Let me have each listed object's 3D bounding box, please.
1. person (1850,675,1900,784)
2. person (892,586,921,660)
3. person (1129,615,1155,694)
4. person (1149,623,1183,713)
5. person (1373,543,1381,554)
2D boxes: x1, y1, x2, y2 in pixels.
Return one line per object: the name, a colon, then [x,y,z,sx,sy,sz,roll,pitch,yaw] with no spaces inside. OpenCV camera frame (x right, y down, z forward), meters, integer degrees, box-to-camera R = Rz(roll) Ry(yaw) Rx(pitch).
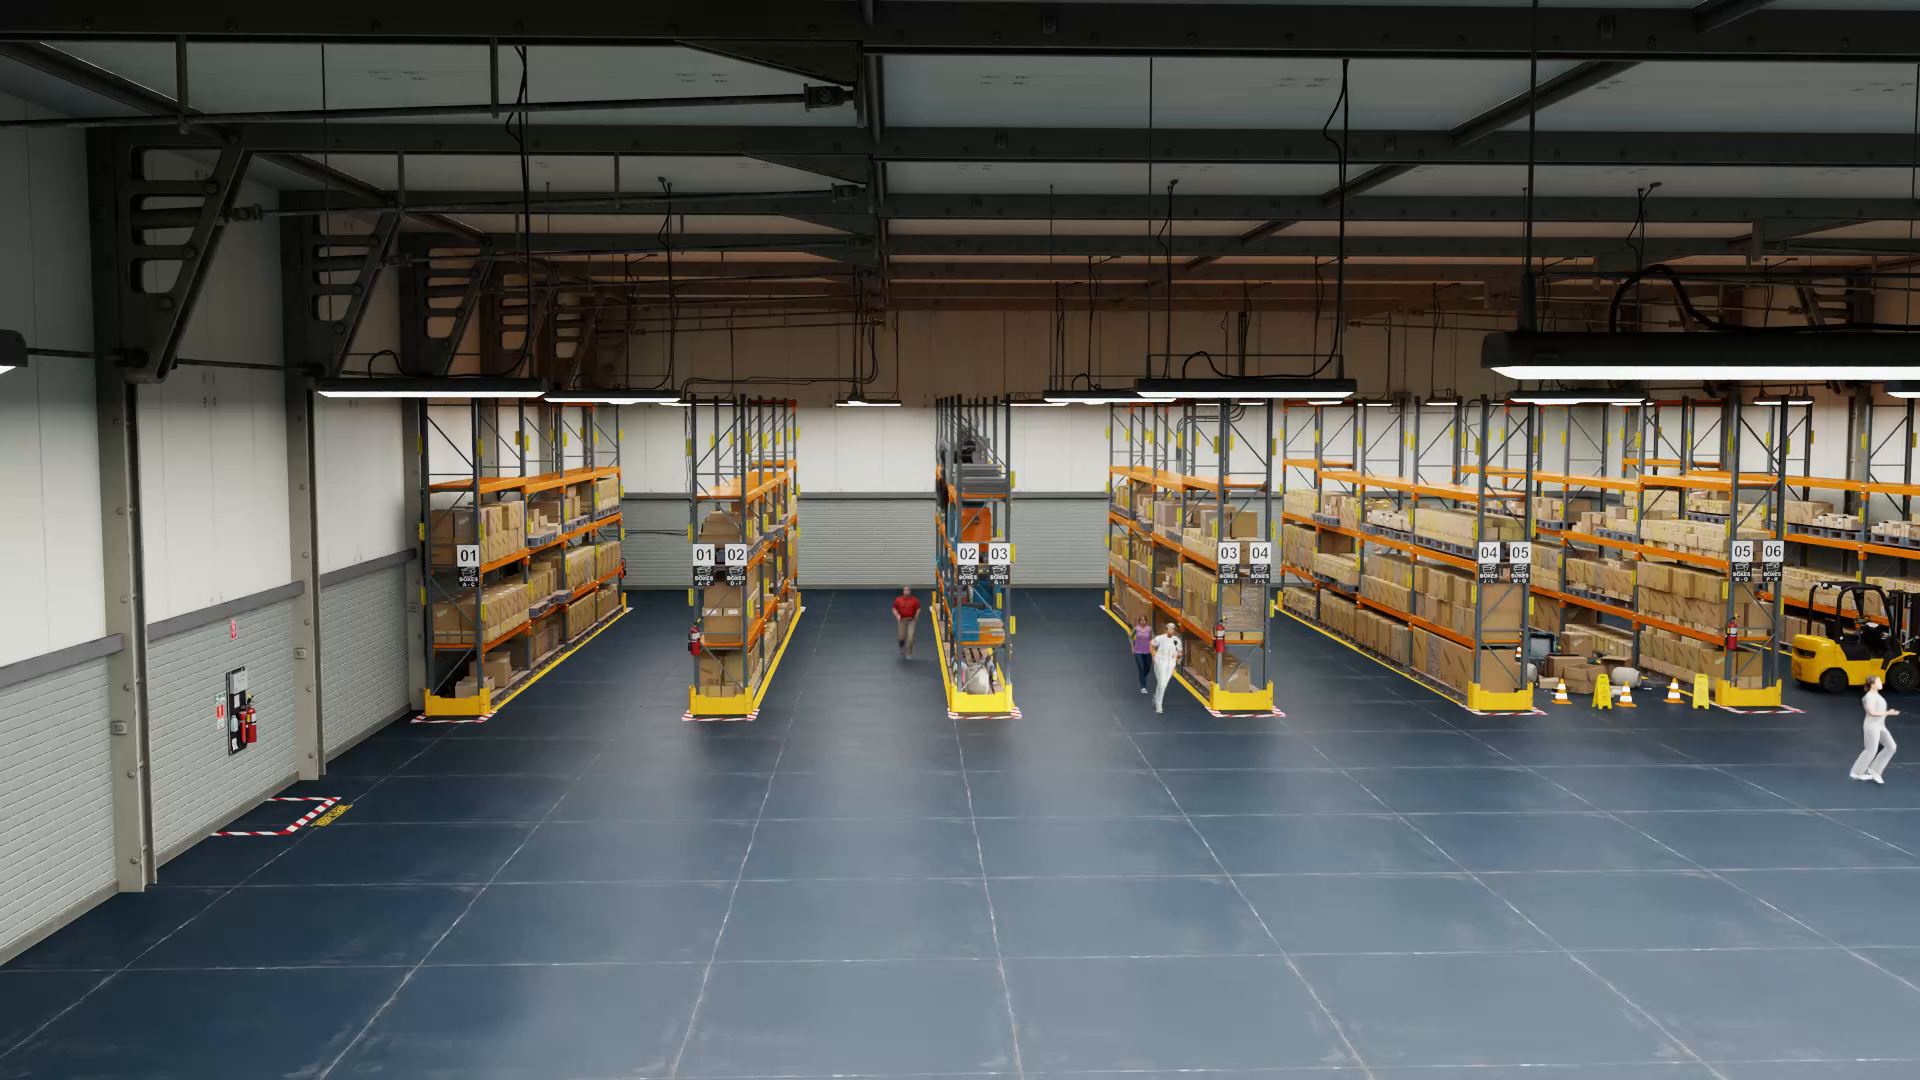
person: [14.002,2.896,25.415,0.654,1.689,0.545,4,6,42]
person: [-1.214,1.888,38.077,0.660,1.674,0.626,0,5,-6]
person: [3.689,2.292,33.656,0.538,1.554,0.736,0,4,0]
person: [3.938,2.423,31.722,0.596,1.704,0.699,-1,5,-16]
person: [12.258,0.967,49.193,0.717,1.748,0.683,-1,5,-7]
